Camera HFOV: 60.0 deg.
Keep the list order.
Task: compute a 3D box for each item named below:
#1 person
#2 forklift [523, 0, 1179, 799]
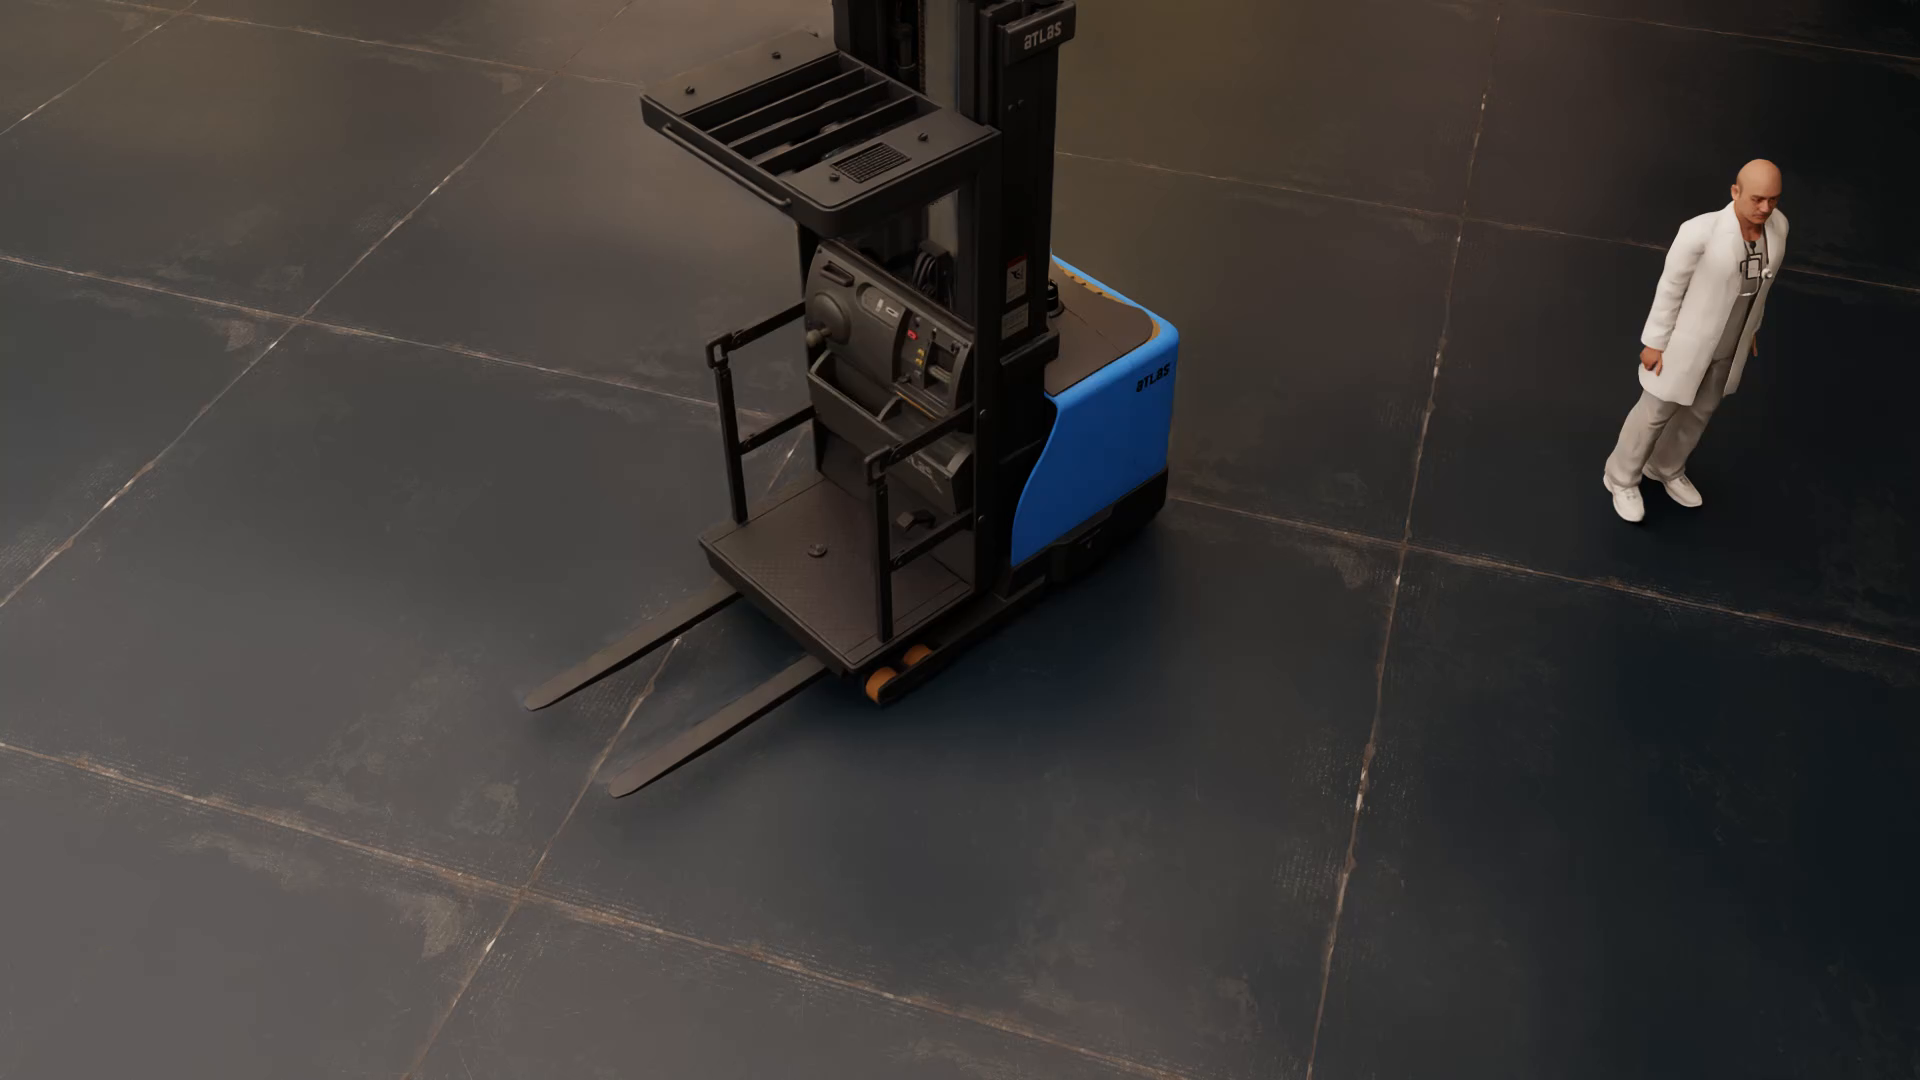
[{"bbox_3d":[3.358,-0.879,7.477,0.588,1.783,0.388,-11,44,-11],"label":"person"},{"bbox_3d":[-0.449,-0.774,6.521,3.031,2.935,1.130,-32,52,-30],"label":"forklift"}]
